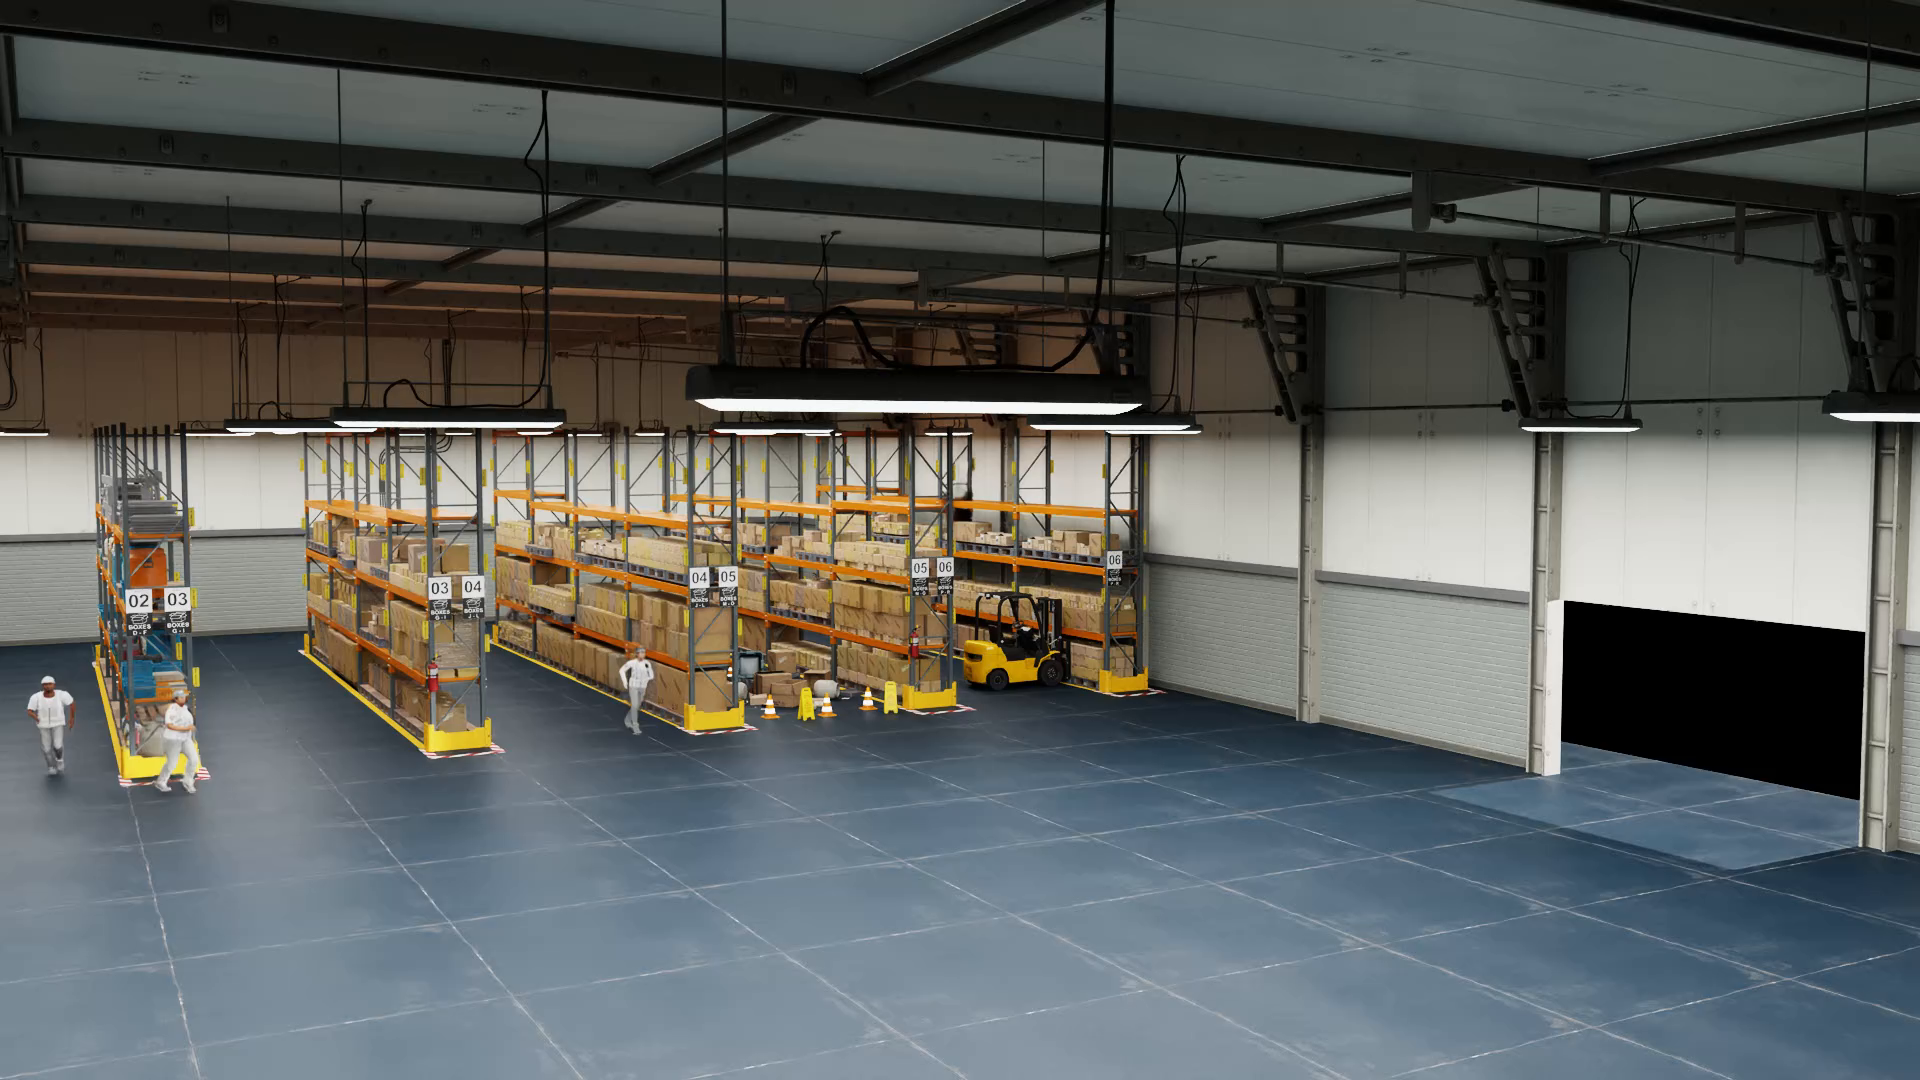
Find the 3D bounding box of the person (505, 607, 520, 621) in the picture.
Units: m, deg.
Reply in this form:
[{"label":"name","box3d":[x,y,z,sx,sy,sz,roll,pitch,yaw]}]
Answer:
[{"label":"person","box3d":[-13.049,2.000,48.343,0.816,1.567,0.583,1,4,13]}]

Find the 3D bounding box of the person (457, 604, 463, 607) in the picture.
[{"label":"person","box3d":[-14.059,2.097,45.932,0.699,1.715,0.604,0,3,5]}]

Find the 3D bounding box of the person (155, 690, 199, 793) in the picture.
[{"label":"person","box3d":[-12.649,3.290,26.920,0.731,1.735,0.620,1,4,10]}]

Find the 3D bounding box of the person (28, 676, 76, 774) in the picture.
[{"label":"person","box3d":[-15.419,3.153,28.216,0.704,1.707,0.676,-1,4,-23]}]

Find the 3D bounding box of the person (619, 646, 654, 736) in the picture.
[{"label":"person","box3d":[-6.291,2.910,32.537,0.635,1.689,0.901,-2,4,-35]}]
